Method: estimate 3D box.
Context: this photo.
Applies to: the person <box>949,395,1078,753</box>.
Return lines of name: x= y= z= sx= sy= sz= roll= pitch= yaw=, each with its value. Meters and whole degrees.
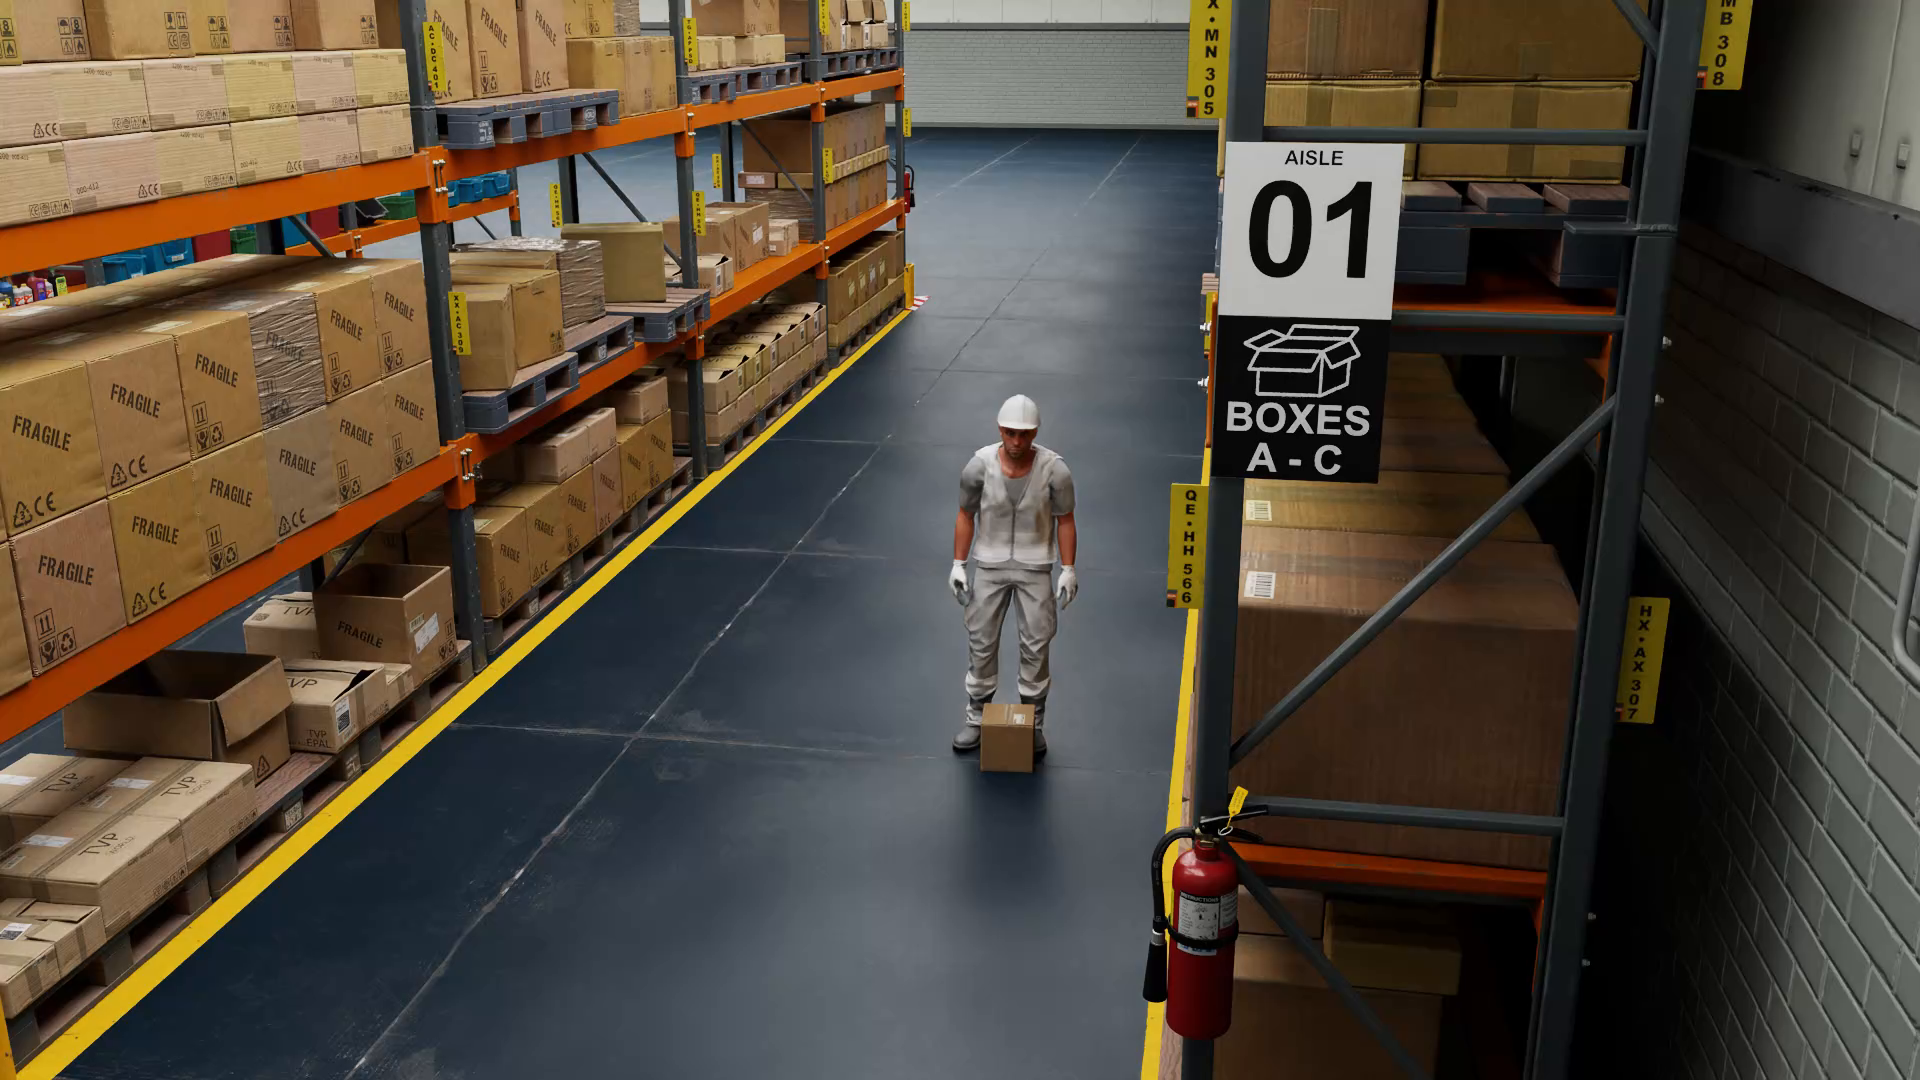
person: x=0.260 y=0.161 z=8.021 sx=0.623 sy=1.780 sz=0.448 roll=2 pitch=18 yaw=7
